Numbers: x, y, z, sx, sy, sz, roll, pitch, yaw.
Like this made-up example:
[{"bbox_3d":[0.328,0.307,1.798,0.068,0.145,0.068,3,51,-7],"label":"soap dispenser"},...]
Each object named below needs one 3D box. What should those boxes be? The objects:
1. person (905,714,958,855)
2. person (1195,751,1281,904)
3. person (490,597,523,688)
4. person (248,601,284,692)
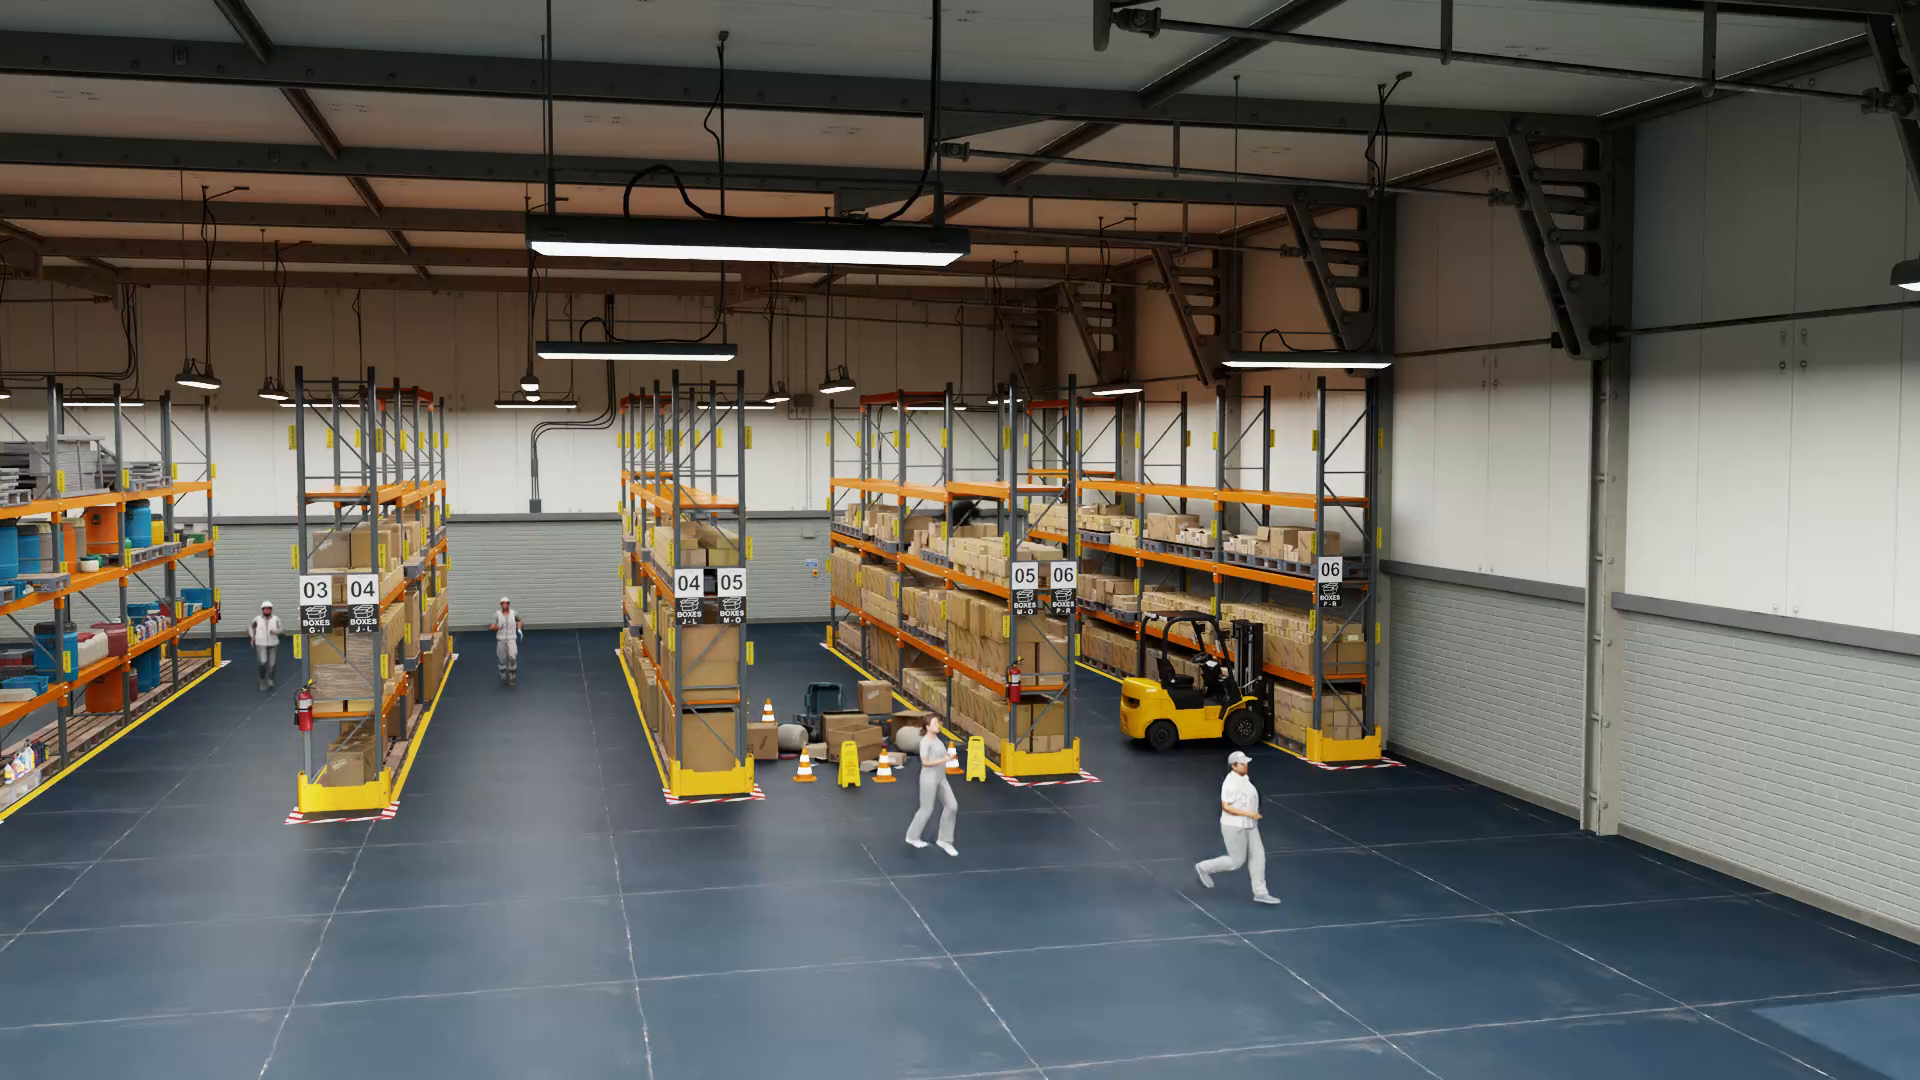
[{"bbox_3d":[-0.339,2.961,20.158,0.716,1.723,0.547,2,4,30],"label":"person"},{"bbox_3d":[3.038,3.103,18.064,0.925,1.631,0.621,2,4,31],"label":"person"},{"bbox_3d":[-9.259,2.081,33.970,0.643,1.845,0.775,-1,4,-17],"label":"person"},{"bbox_3d":[-13.908,2.133,33.375,0.627,1.811,0.731,-2,4,-30],"label":"person"}]
